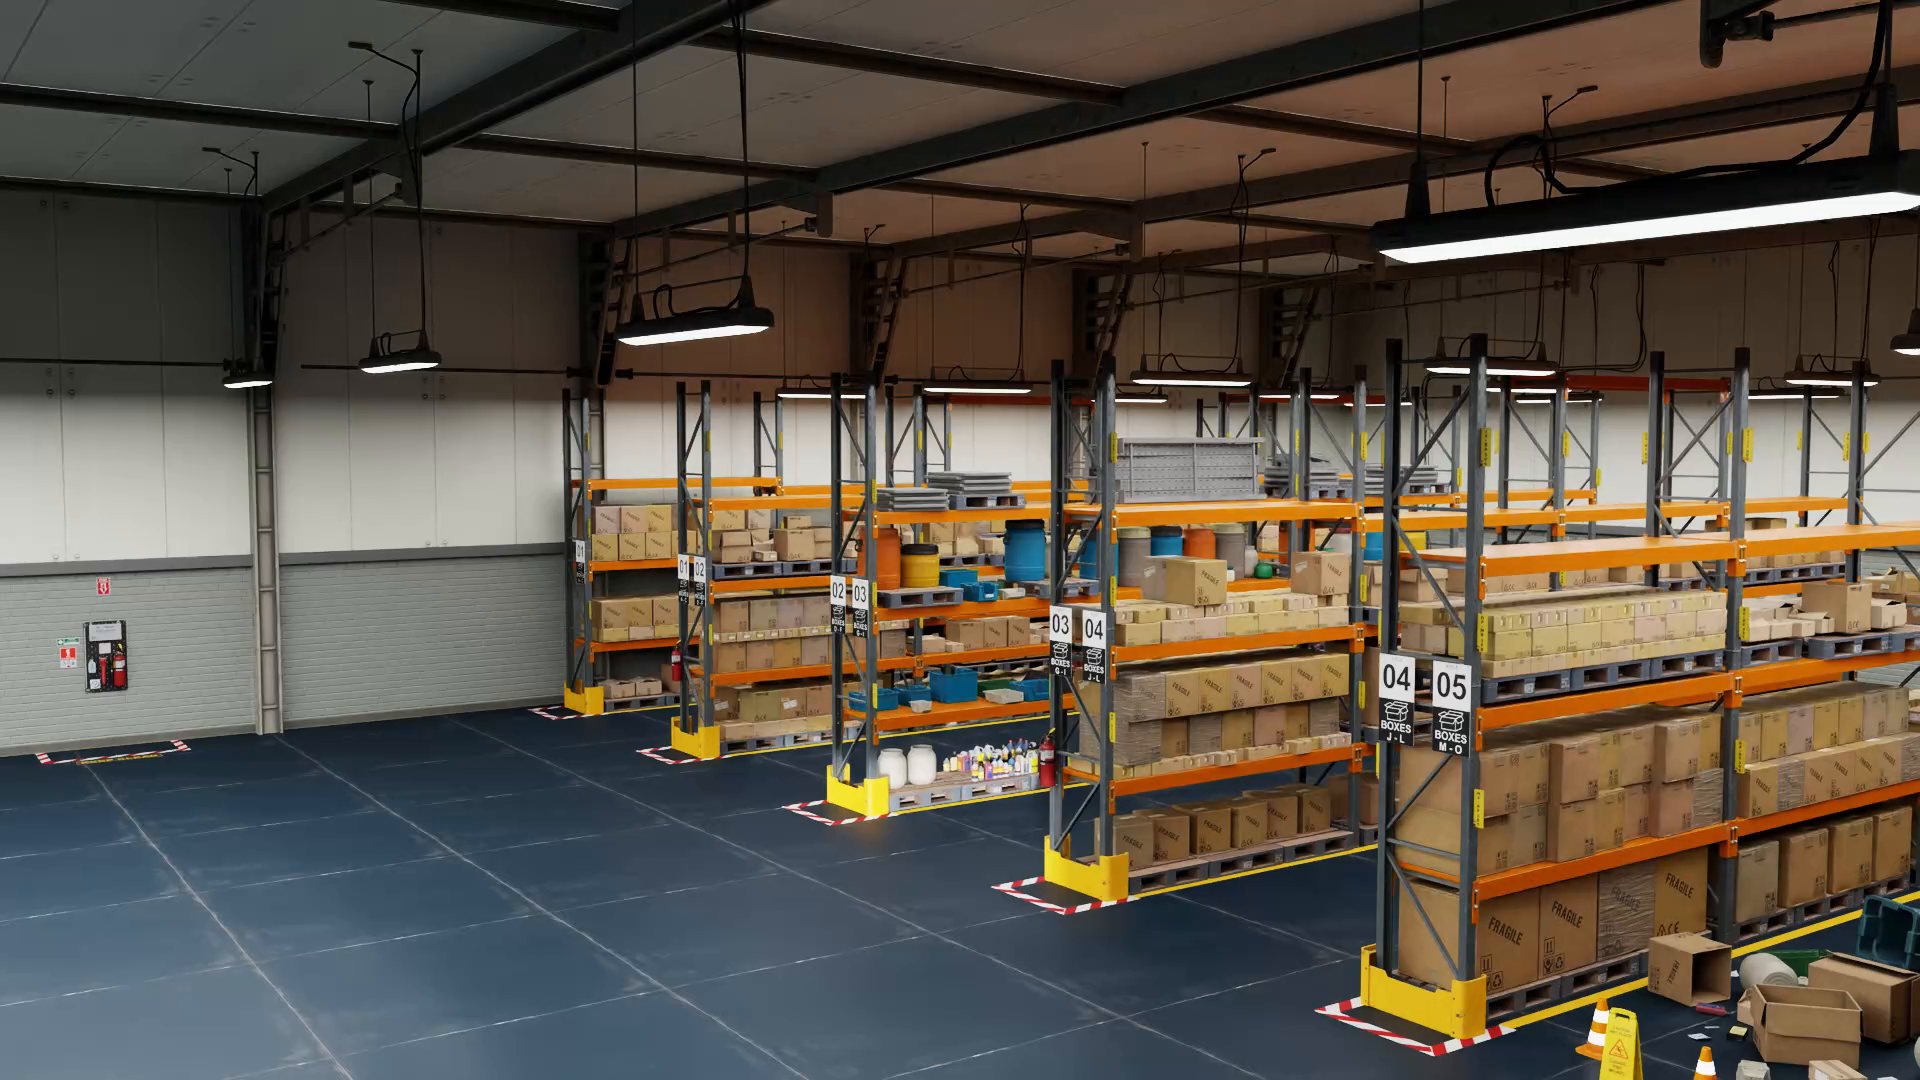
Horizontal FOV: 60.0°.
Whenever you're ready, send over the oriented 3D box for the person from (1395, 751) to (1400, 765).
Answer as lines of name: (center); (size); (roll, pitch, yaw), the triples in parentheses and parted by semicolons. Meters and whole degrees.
person: (6.452, 2.693, 24.612); (0.549, 1.795, 0.487); (-3, 5, -36)
